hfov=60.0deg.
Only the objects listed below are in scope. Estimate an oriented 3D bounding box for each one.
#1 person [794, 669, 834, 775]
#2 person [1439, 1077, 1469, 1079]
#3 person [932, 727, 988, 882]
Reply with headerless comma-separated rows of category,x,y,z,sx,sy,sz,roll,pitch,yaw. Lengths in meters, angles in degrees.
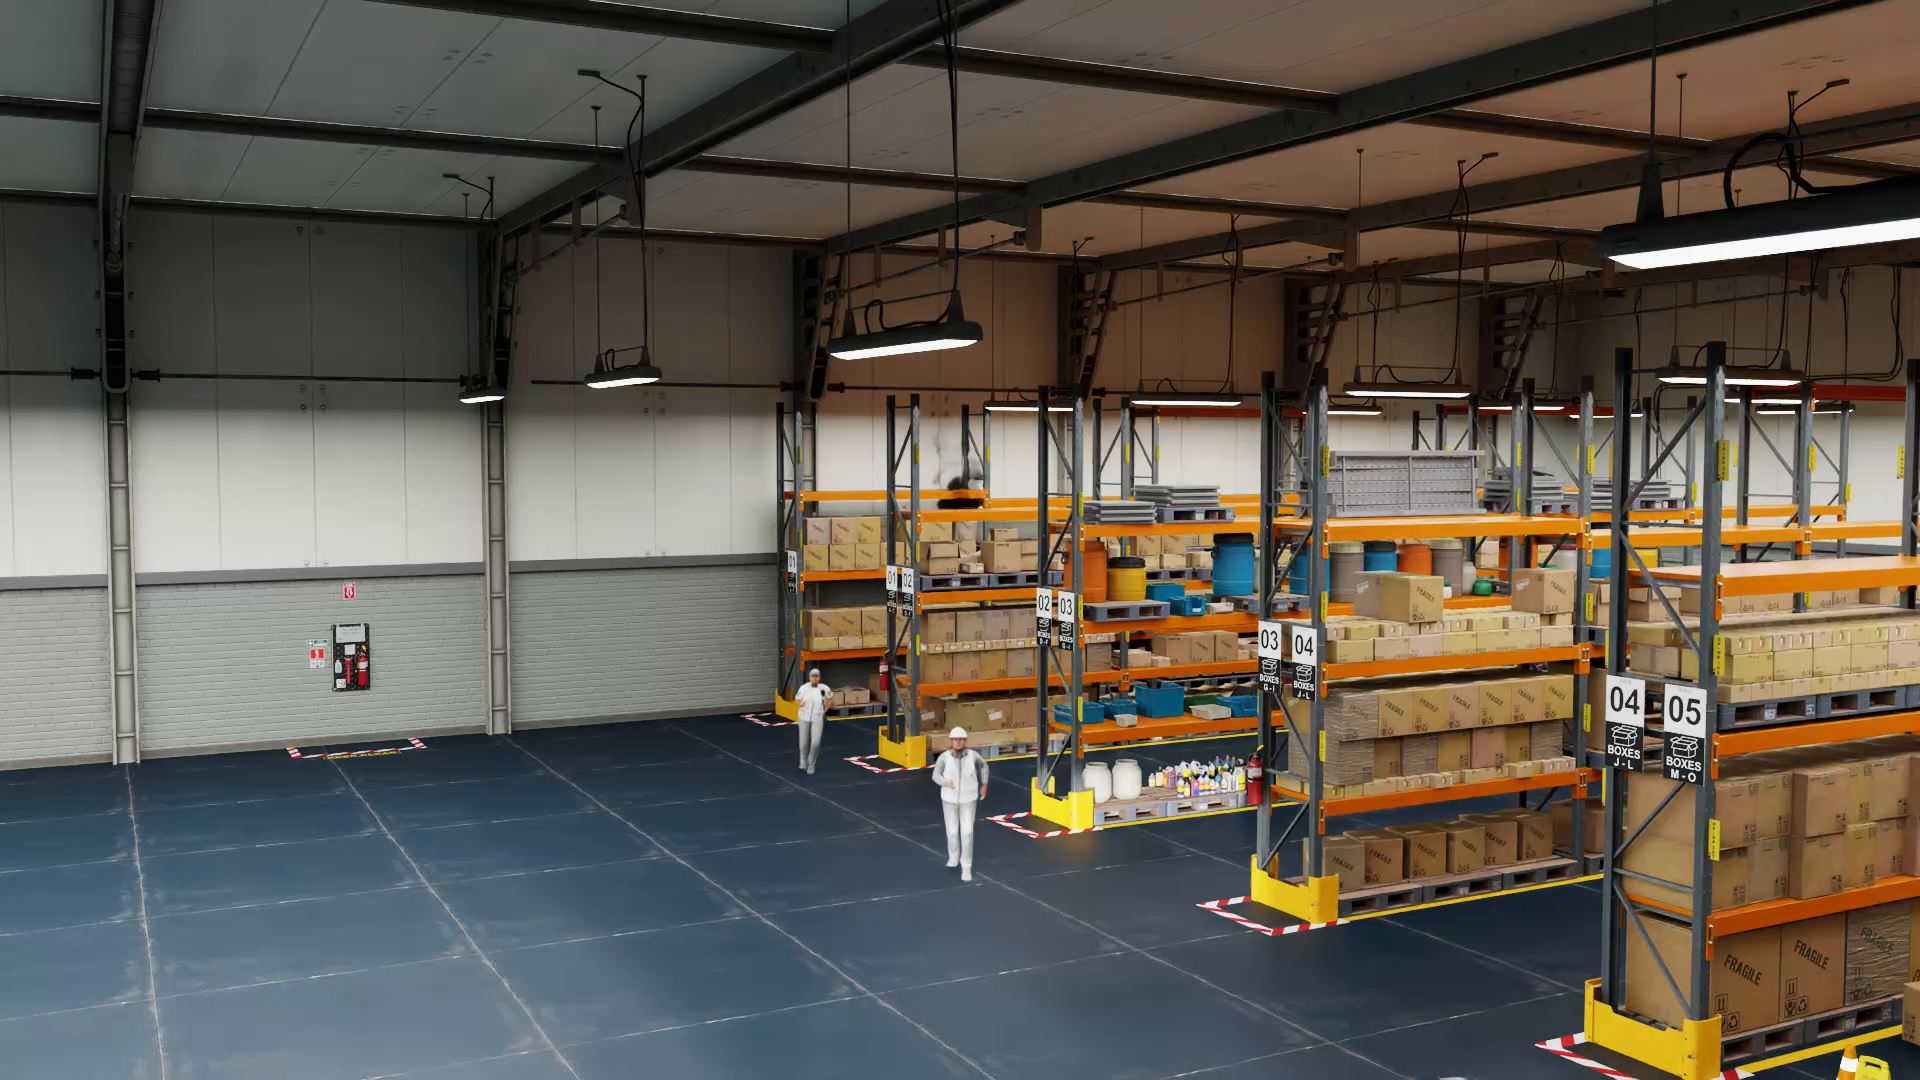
person,-2.310,2.874,26.245,0.605,1.696,0.682,0,3,1
person,2.784,3.807,9.350,0.567,1.644,0.586,1,3,20
person,-0.002,3.160,20.006,0.668,1.853,0.765,0,3,2
